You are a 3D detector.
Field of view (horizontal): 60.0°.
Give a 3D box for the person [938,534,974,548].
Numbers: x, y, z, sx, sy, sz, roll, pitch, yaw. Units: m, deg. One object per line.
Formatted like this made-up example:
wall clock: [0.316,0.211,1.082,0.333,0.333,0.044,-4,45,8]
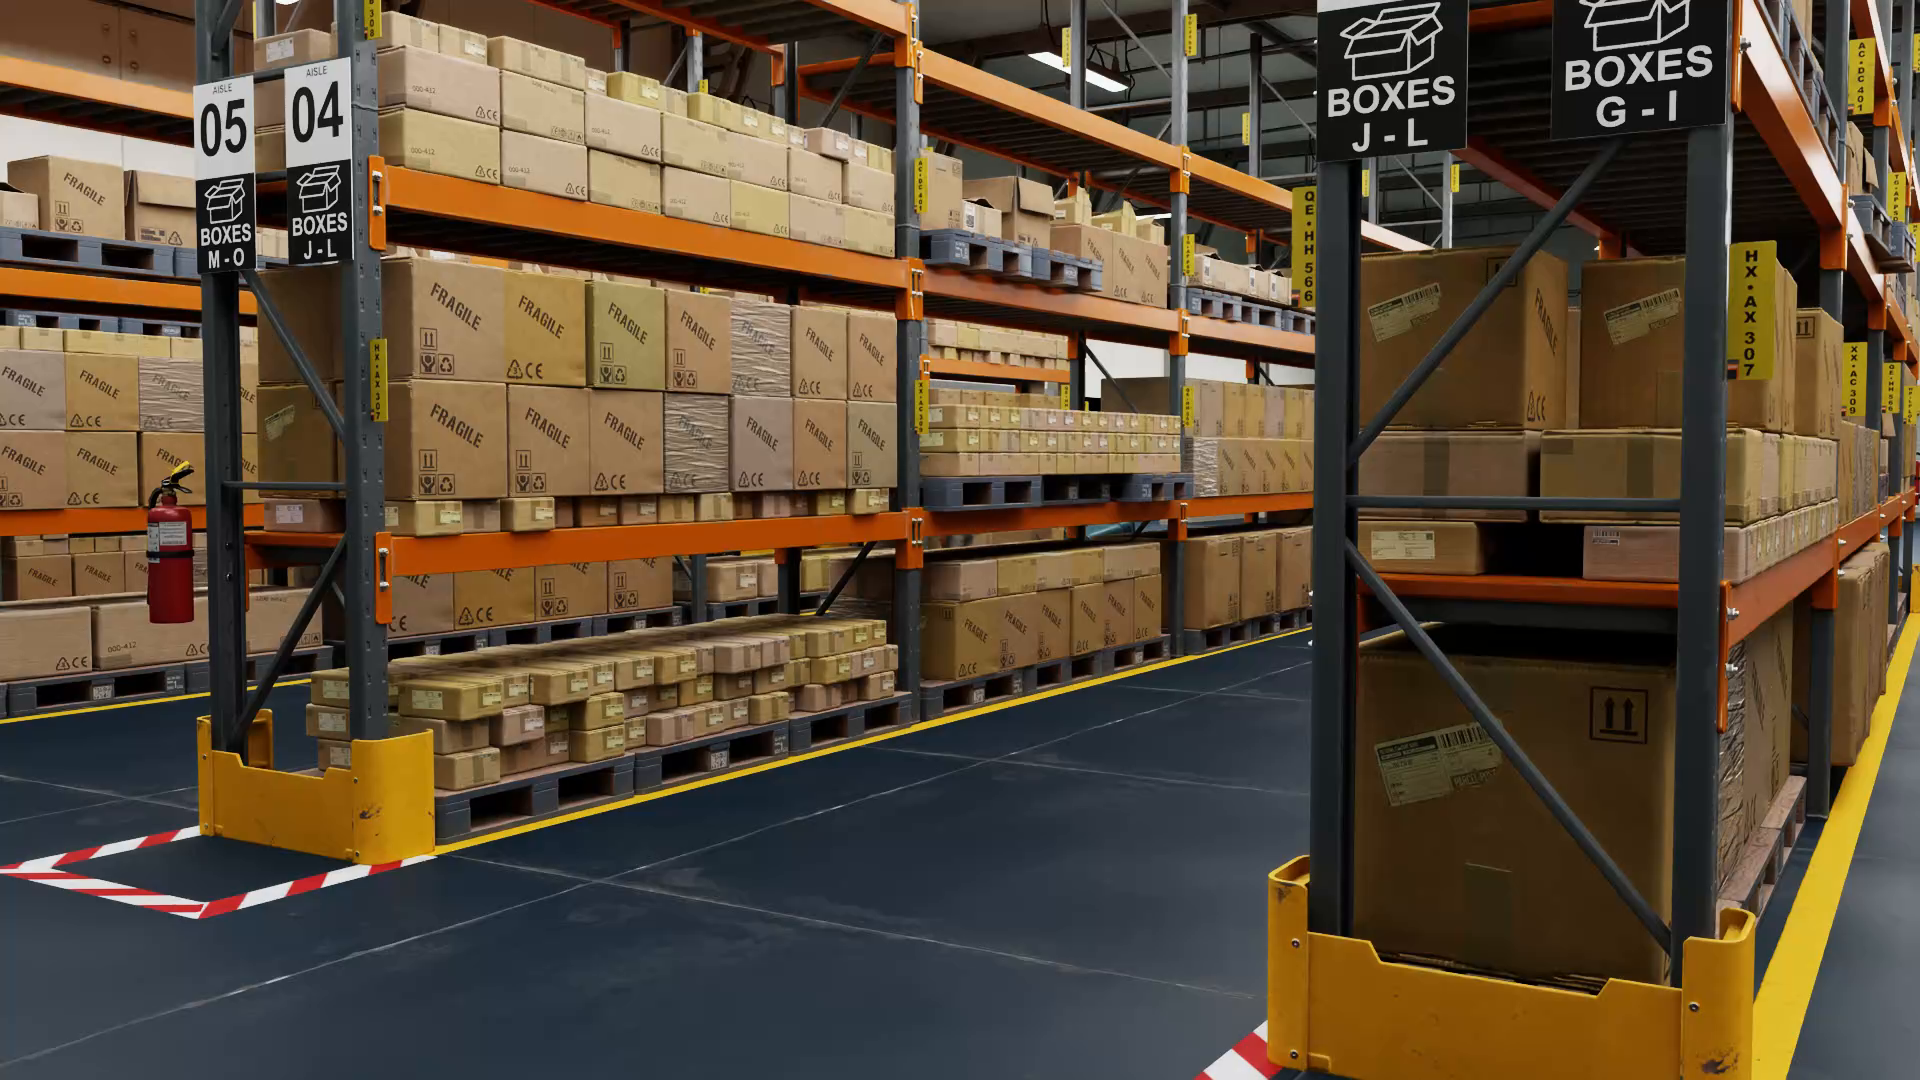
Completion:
person: [-0.017,-0.092,17.187,0.354,1.779,0.565,2,3,32]
